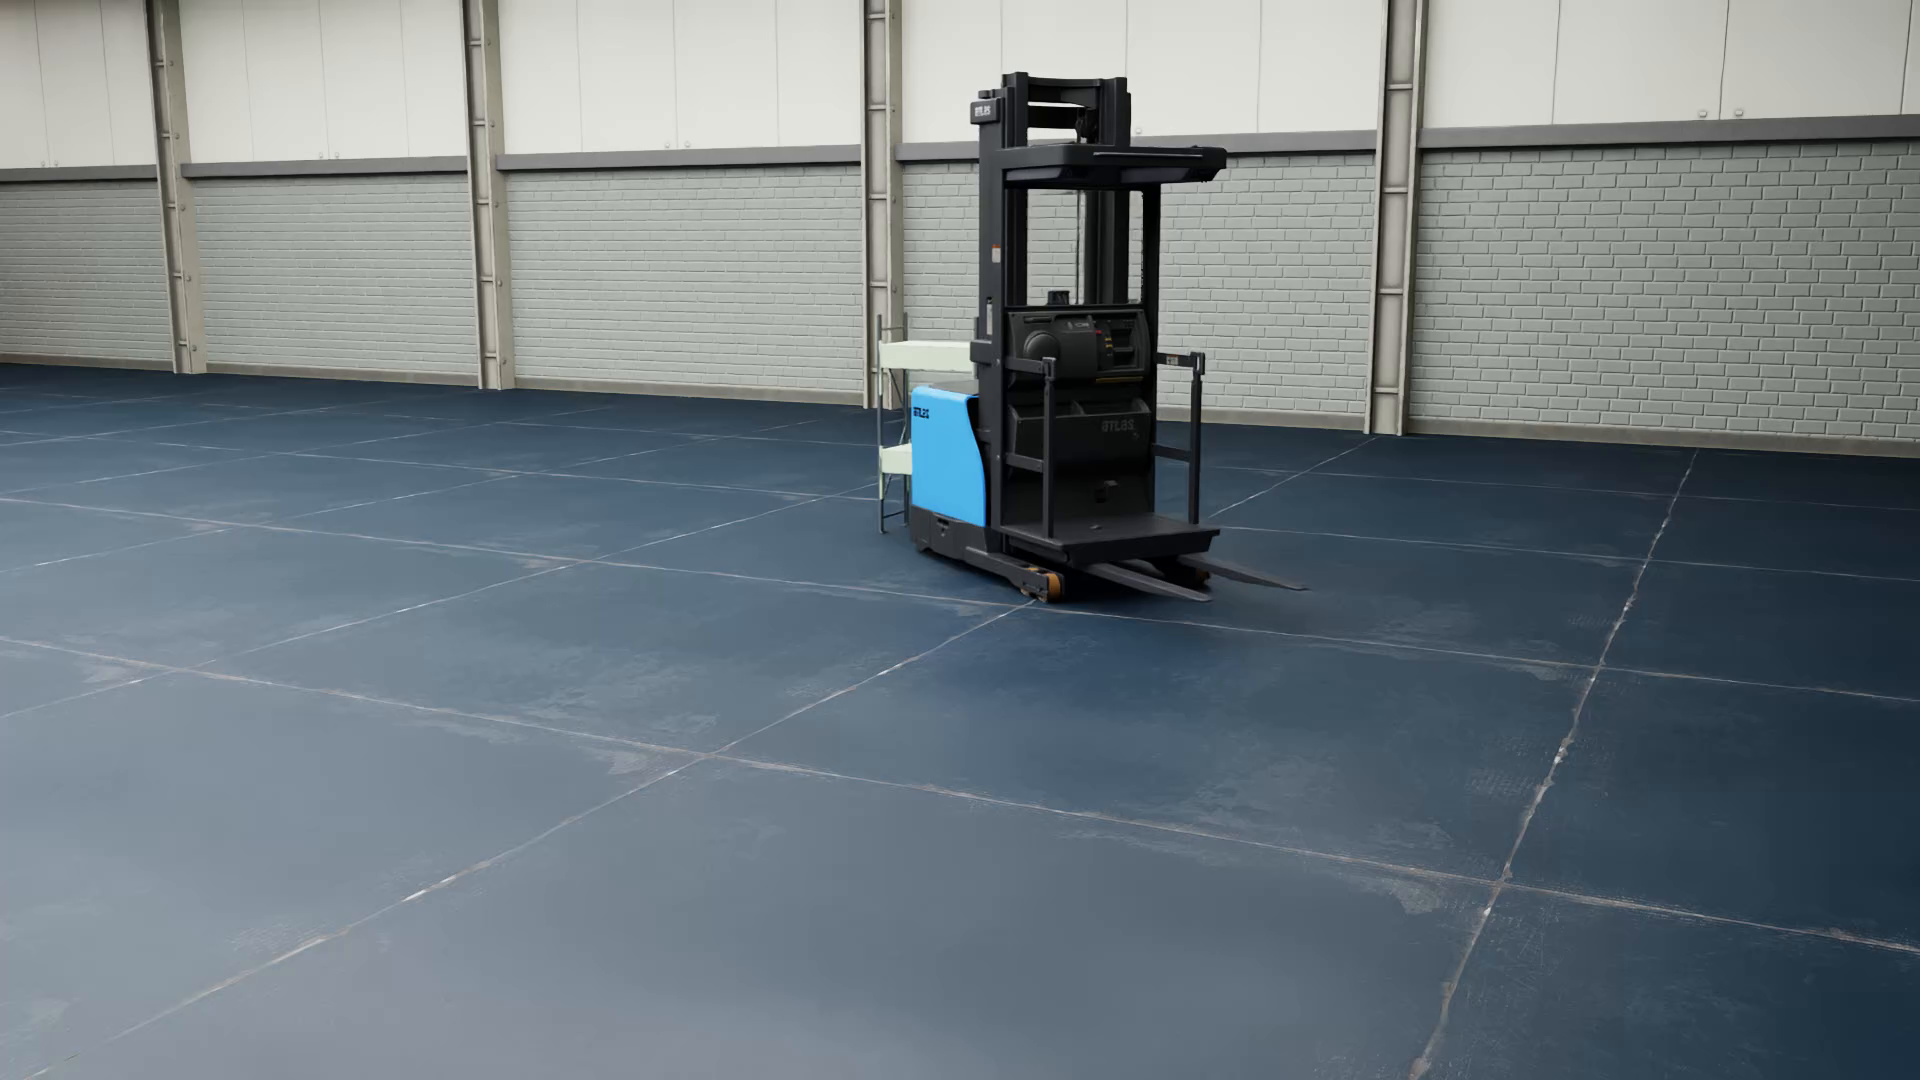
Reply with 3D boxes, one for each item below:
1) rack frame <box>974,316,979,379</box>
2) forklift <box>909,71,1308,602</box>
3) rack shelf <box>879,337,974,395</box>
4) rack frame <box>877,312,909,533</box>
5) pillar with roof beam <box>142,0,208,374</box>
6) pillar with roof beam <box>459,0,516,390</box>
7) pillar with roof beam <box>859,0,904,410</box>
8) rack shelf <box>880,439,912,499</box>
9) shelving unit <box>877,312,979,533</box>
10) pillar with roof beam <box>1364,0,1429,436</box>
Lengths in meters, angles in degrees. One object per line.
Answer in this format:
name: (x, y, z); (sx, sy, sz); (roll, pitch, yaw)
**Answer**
rack frame: (0.191, -0.758, 11.206); (0.023, 1.500, 0.400); (5, 11, 26)
forklift: (0.805, -1.185, 9.545); (1.130, 2.935, 3.031); (-5, 12, -27)
rack shelf: (-0.136, -1.171, 11.299); (0.720, 0.370, 0.431); (5, 11, 26)
rack frame: (-0.463, -0.817, 11.531); (0.023, 1.500, 0.400); (5, 11, 26)
pillar with roof beam: (-13.584, -6.279, 20.659); (0.400, 9.000, 9.100); (5, 11, 26)
pillar with roof beam: (-8.203, -5.807, 18.046); (0.400, 9.000, 9.100); (5, 11, 26)
pillar with roof beam: (-2.823, -5.334, 15.434); (0.400, 9.000, 9.100); (5, 11, 26)
rack shelf: (-0.136, -0.466, 11.427); (0.720, 0.370, 0.431); (5, 11, 26)
shelving unit: (-0.136, -0.787, 11.369); (0.755, 1.500, 0.431); (5, 11, 26)
pillar with roof beam: (2.558, -4.861, 12.821); (0.400, 9.000, 9.100); (5, 11, 26)
